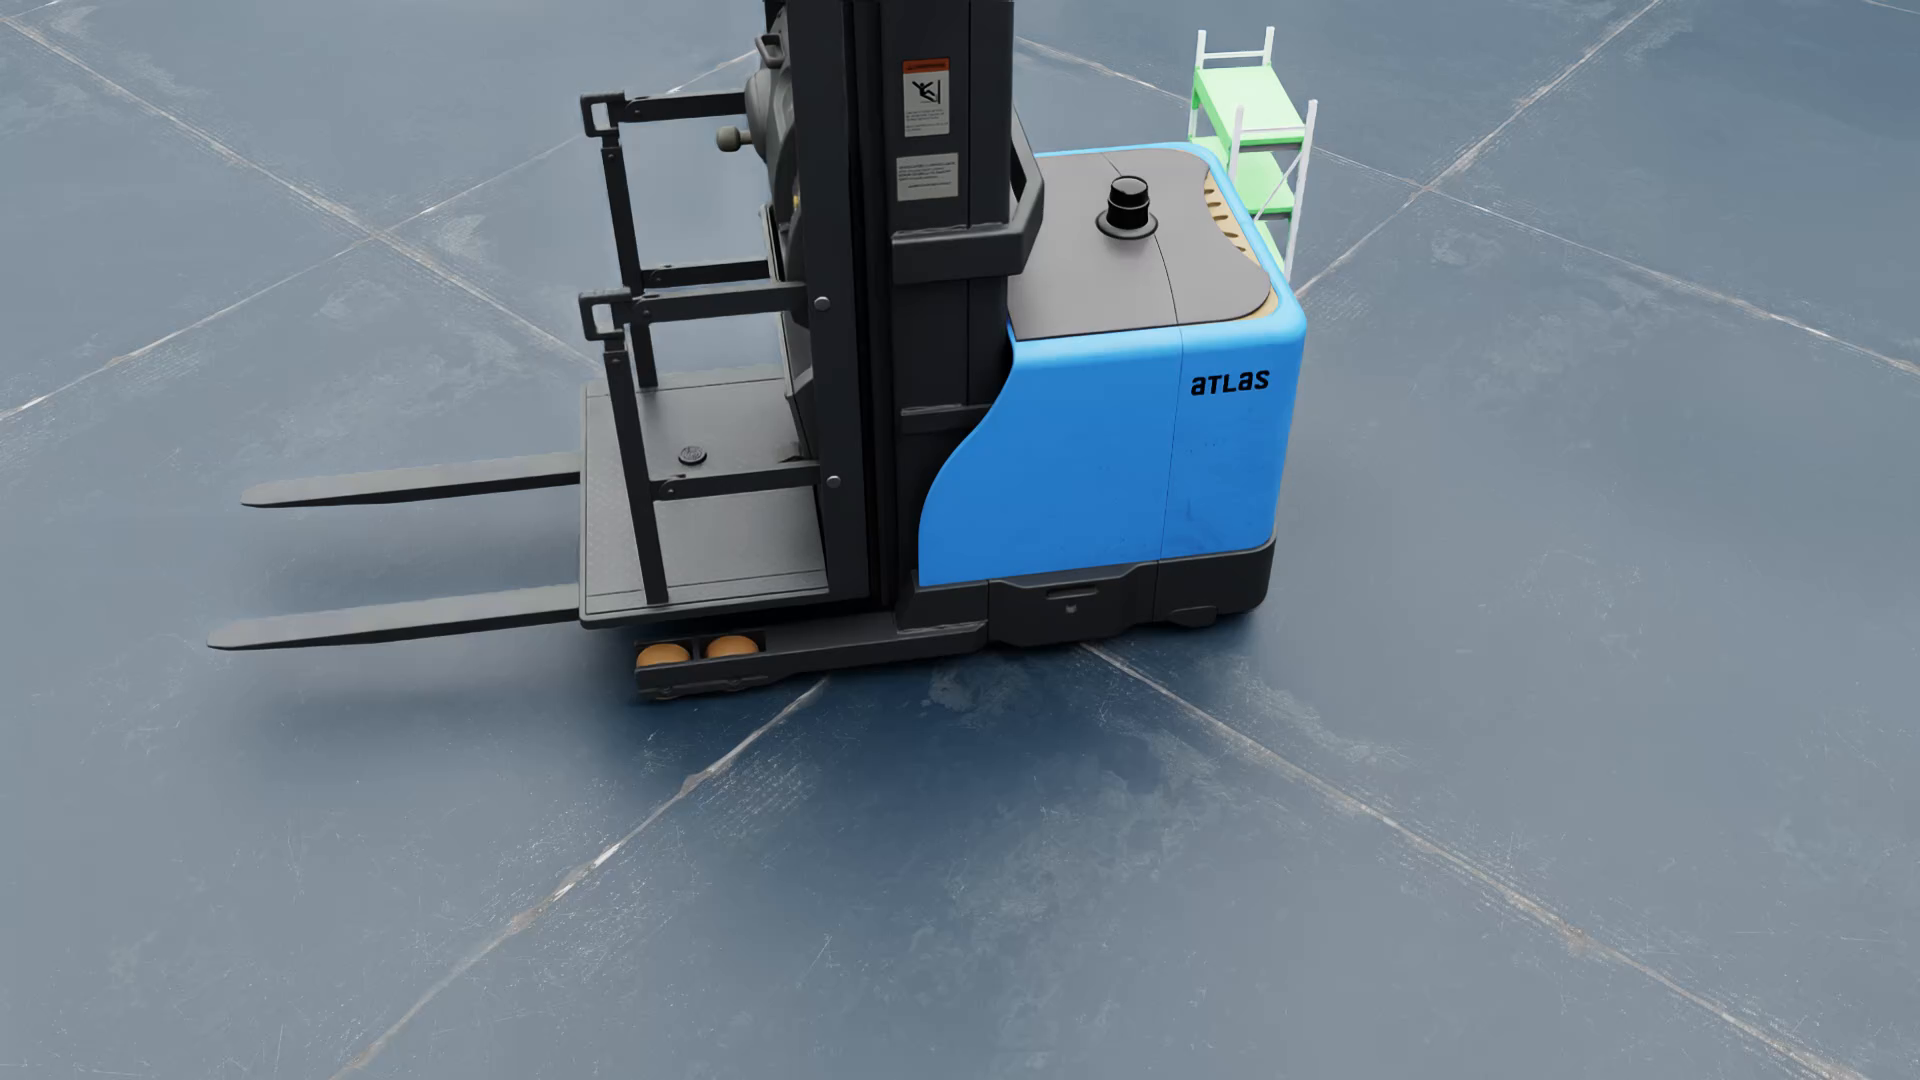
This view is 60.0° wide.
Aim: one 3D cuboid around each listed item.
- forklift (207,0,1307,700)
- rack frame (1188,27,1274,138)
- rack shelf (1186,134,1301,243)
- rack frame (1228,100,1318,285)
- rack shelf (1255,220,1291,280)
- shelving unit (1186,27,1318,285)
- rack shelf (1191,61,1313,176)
[{"bbox_3d":[-0.644,-1.013,4.185,3.031,2.935,1.130,-6,43,-7],"label":"forklift"},{"bbox_3d":[0.870,-1.161,5.635,0.240,1.200,0.015,-5,42,-5],"label":"rack frame"},{"bbox_3d":[0.900,-1.128,5.337,0.258,0.148,0.480,-5,42,-5],"label":"rack shelf"},{"bbox_3d":[0.929,-0.835,5.276,0.240,1.200,0.015,-5,42,-5],"label":"rack frame"},{"bbox_3d":[0.900,-0.950,5.498,0.258,0.148,0.480,-5,42,-5],"label":"rack shelf"},{"bbox_3d":[0.900,-0.998,5.455,0.258,1.200,0.503,-5,42,-5],"label":"shelving unit"},{"bbox_3d":[0.900,-1.306,5.175,0.258,0.148,0.480,-5,42,-5],"label":"rack shelf"}]
